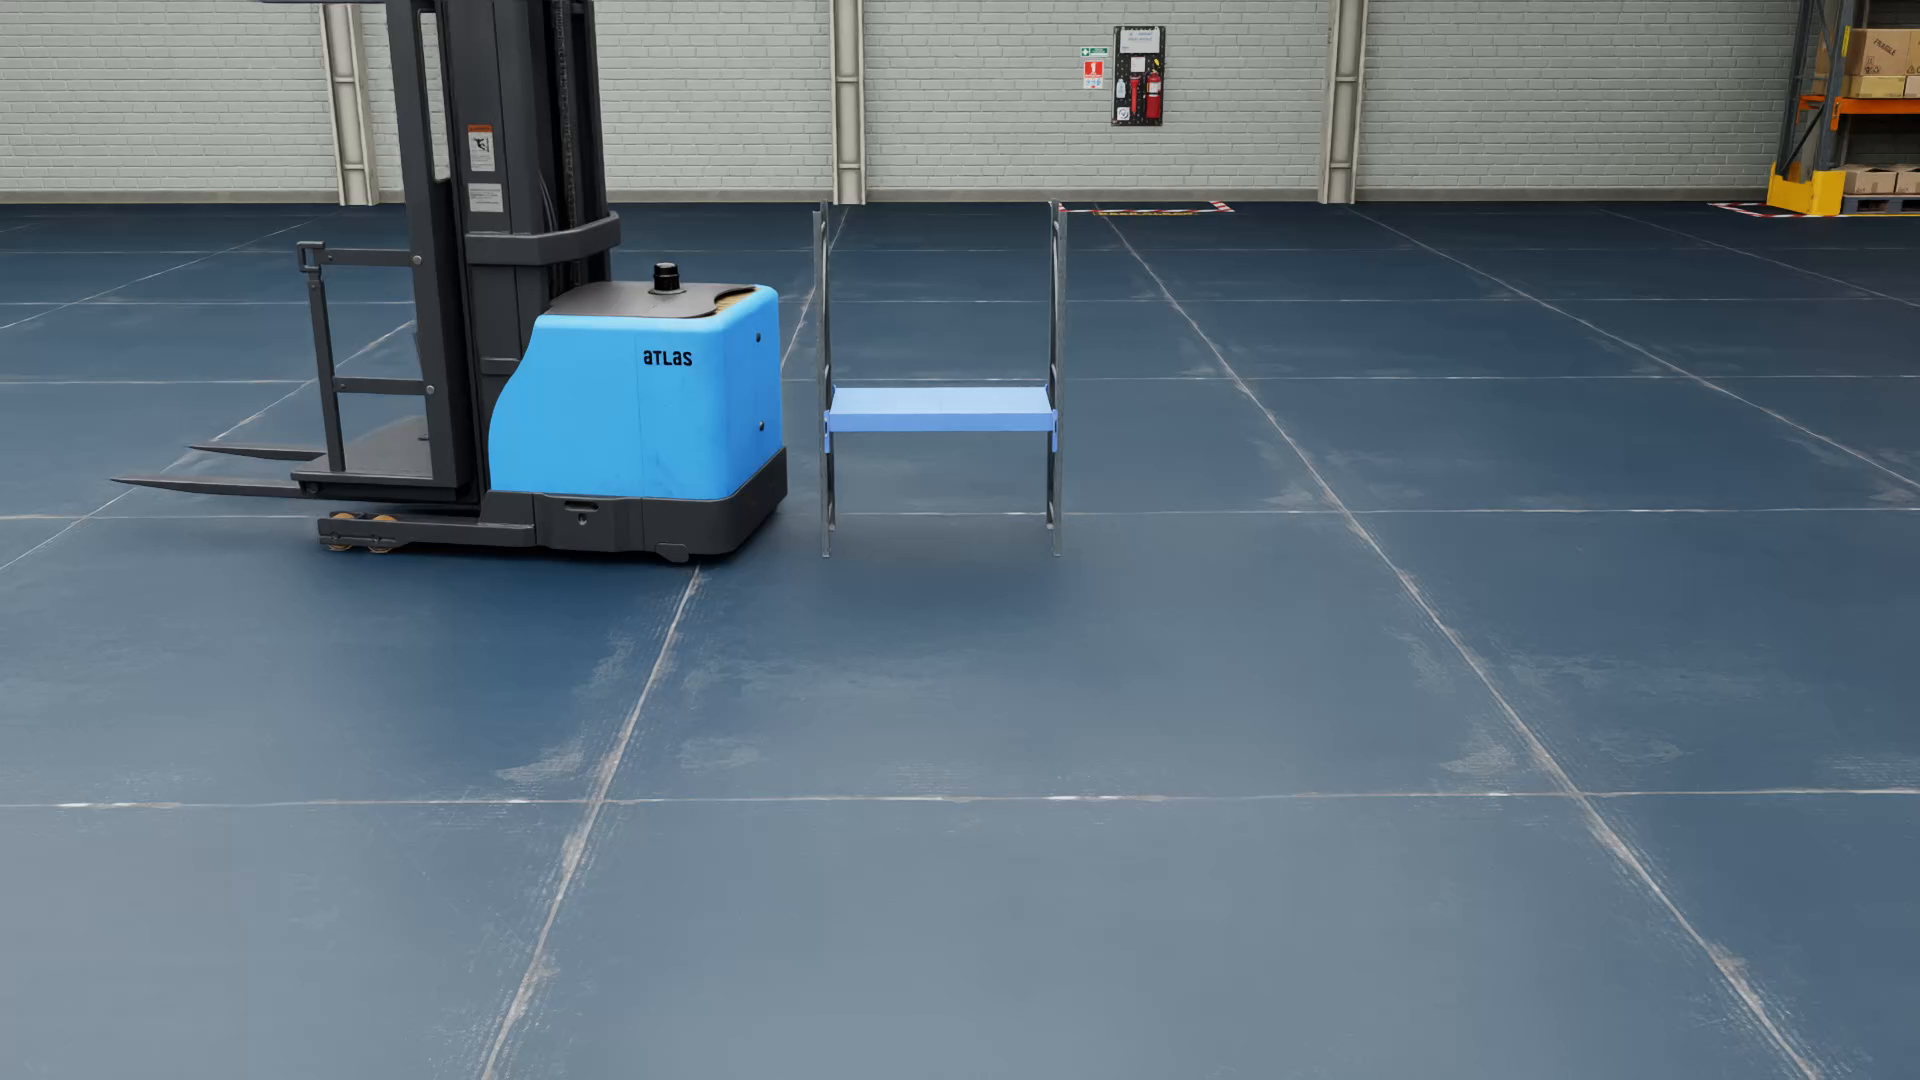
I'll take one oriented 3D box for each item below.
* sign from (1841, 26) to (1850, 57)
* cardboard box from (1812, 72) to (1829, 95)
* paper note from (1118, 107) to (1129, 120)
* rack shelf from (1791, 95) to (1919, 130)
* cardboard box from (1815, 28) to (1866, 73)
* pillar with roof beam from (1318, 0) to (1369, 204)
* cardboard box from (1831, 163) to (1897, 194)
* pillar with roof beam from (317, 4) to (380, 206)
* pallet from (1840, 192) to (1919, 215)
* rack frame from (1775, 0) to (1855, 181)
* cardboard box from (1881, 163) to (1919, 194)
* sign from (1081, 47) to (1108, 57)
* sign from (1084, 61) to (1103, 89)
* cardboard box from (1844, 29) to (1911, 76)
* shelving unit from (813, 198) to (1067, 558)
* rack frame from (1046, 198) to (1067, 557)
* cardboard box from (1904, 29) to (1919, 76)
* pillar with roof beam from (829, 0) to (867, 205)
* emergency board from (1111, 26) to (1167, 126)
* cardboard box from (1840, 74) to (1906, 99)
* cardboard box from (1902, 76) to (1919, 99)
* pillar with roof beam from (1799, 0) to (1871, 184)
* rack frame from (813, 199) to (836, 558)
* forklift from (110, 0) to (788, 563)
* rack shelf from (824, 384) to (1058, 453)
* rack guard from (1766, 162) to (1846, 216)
[{"bbox_3d":[9.969,-5.613,18.717,0.005,0.325,0.100,0,18,-1],"label":"sign"},{"bbox_3d":[10.424,-5.366,19.578,0.500,0.250,0.500,0,18,0],"label":"cardboard box"},{"bbox_3d":[1.997,-5.206,20.307,0.142,0.148,0.016,0,18,-1],"label":"paper note"},{"bbox_3d":[11.960,-5.034,19.506,4.000,0.370,1.077,0,18,-1],"label":"rack shelf"},{"bbox_3d":[10.428,-5.729,19.481,0.500,0.500,0.500,0,18,-1],"label":"cardboard box"},{"bbox_3d":[4.715,-7.147,15.095,0.400,9.000,9.100,0,18,-1],"label":"pillar with roof beam"},{"bbox_3d":[10.653,-4.272,19.634,0.500,0.311,0.500,-2,18,-7],"label":"cardboard box"},{"bbox_3d":[-7.284,-7.089,14.915,0.400,9.000,9.100,0,18,-1],"label":"pillar with roof beam"},{"bbox_3d":[10.849,-4.032,19.772,1.213,0.211,1.003,0,18,-1],"label":"pallet"},{"bbox_3d":[9.960,-5.367,19.366,0.127,3.000,1.000,0,18,-1],"label":"rack frame"},{"bbox_3d":[11.223,-4.274,19.643,0.500,0.311,0.500,1,18,4],"label":"cardboard box"},{"bbox_3d":[1.626,-5.900,20.104,0.331,0.109,0.001,0,18,-1],"label":"sign"},{"bbox_3d":[1.621,-5.651,20.194,0.234,0.329,0.001,0,18,-1],"label":"sign"},{"bbox_3d":[10.442,-5.572,18.993,0.500,0.500,0.500,0,18,-1],"label":"cardboard box"},{"bbox_3d":[-0.085,-0.714,7.317,1.048,1.500,0.538,0,18,-1],"label":"shelving unit"},{"bbox_3d":[0.423,-0.716,7.325,0.032,1.500,0.500,0,18,-1],"label":"rack frame"},{"bbox_3d":[10.936,-5.572,18.991,0.500,0.500,0.500,0,18,-1],"label":"cardboard box"},{"bbox_3d":[-1.284,-7.118,15.005,0.400,9.000,9.100,0,18,-1],"label":"pillar with roof beam"},{"bbox_3d":[2.175,-5.605,20.109,0.643,1.169,0.194,0,18,-1],"label":"emergency board"},{"bbox_3d":[10.453,-5.210,19.091,0.500,0.250,0.500,-1,18,-2],"label":"cardboard box"},{"bbox_3d":[10.972,-5.217,19.113,0.500,0.250,0.500,-1,18,-3],"label":"cardboard box"},{"bbox_3d":[10.714,-7.176,15.185,0.400,9.000,9.100,0,18,-1],"label":"pillar with roof beam"},{"bbox_3d":[-0.594,-0.711,7.310,0.032,1.500,0.500,0,18,-1],"label":"rack frame"},{"bbox_3d":[-2.394,-1.492,7.399,3.031,2.935,1.130,3,18,9],"label":"forklift"},{"bbox_3d":[-0.085,-0.542,7.372,1.000,0.185,0.538,0,18,-1],"label":"rack shelf"},{"bbox_3d":[10.036,-4.177,19.749,0.348,0.500,1.175,0,18,-1],"label":"rack guard"}]
